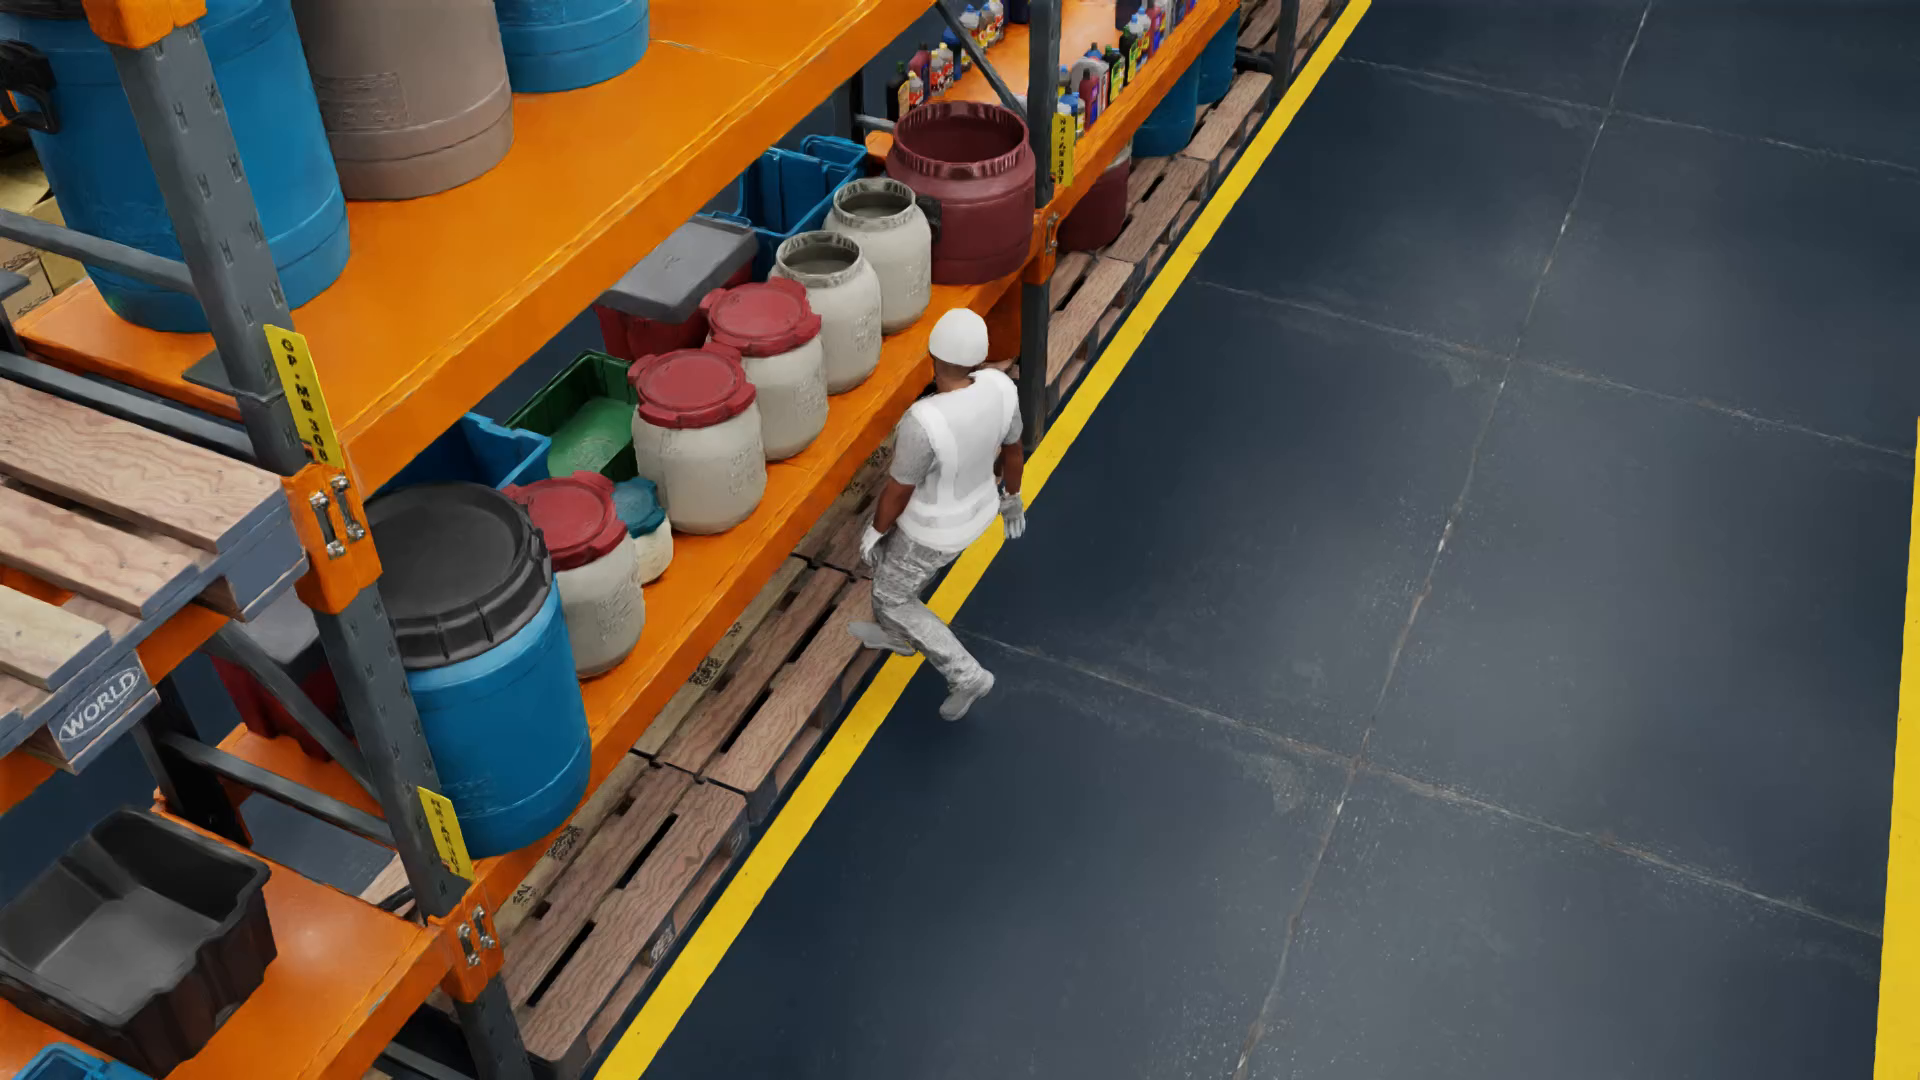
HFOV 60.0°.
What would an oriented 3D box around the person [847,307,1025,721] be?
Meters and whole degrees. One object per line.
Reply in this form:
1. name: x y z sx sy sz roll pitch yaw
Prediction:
1. person: -0.078 -0.127 6.277 0.729 1.683 0.595 24 47 25
